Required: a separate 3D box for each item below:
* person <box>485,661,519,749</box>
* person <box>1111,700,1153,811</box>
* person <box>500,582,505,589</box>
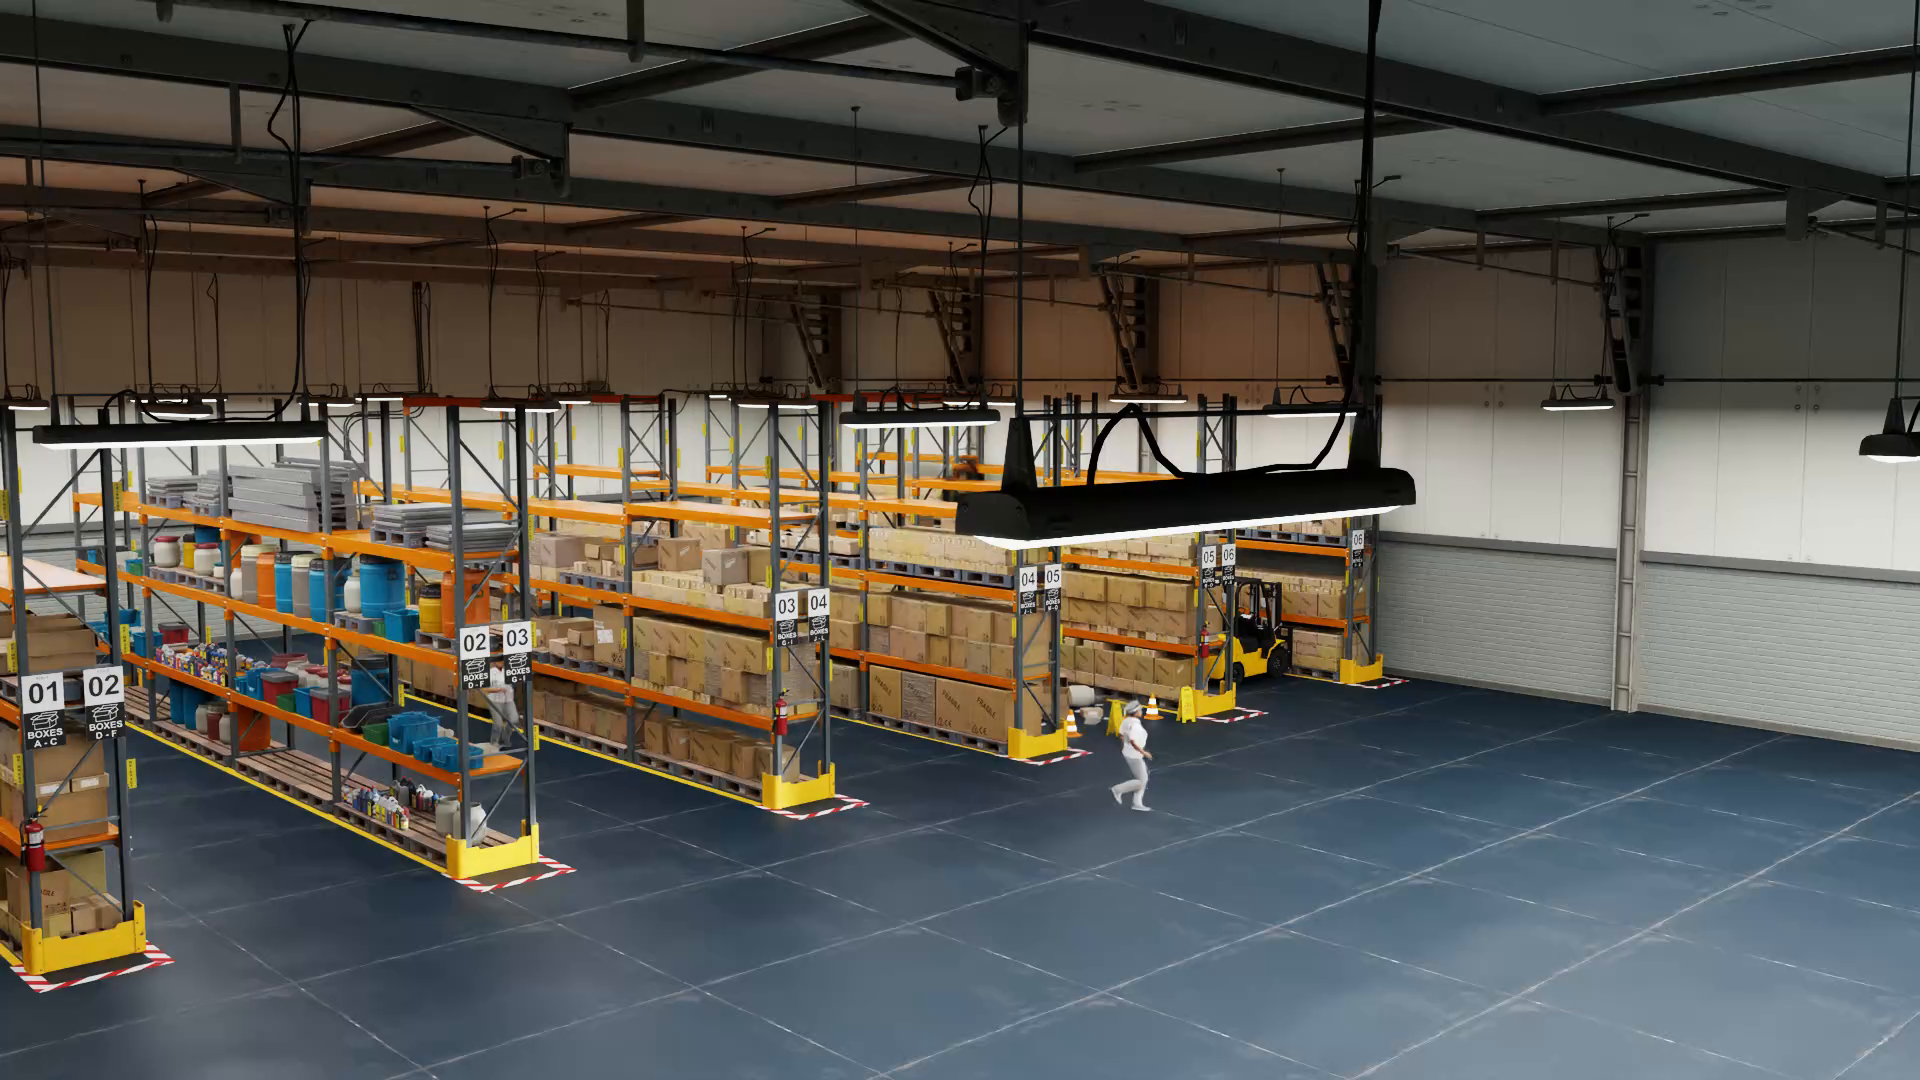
[{"bbox_3d":[-7.802,2.767,28.392,0.610,1.648,0.587,5,8,44],"label":"person"},{"bbox_3d":[2.491,3.167,24.356,0.639,1.667,0.562,-1,6,-13],"label":"person"},{"bbox_3d":[-10.857,1.703,39.502,0.658,1.673,0.687,2,6,18],"label":"person"}]
